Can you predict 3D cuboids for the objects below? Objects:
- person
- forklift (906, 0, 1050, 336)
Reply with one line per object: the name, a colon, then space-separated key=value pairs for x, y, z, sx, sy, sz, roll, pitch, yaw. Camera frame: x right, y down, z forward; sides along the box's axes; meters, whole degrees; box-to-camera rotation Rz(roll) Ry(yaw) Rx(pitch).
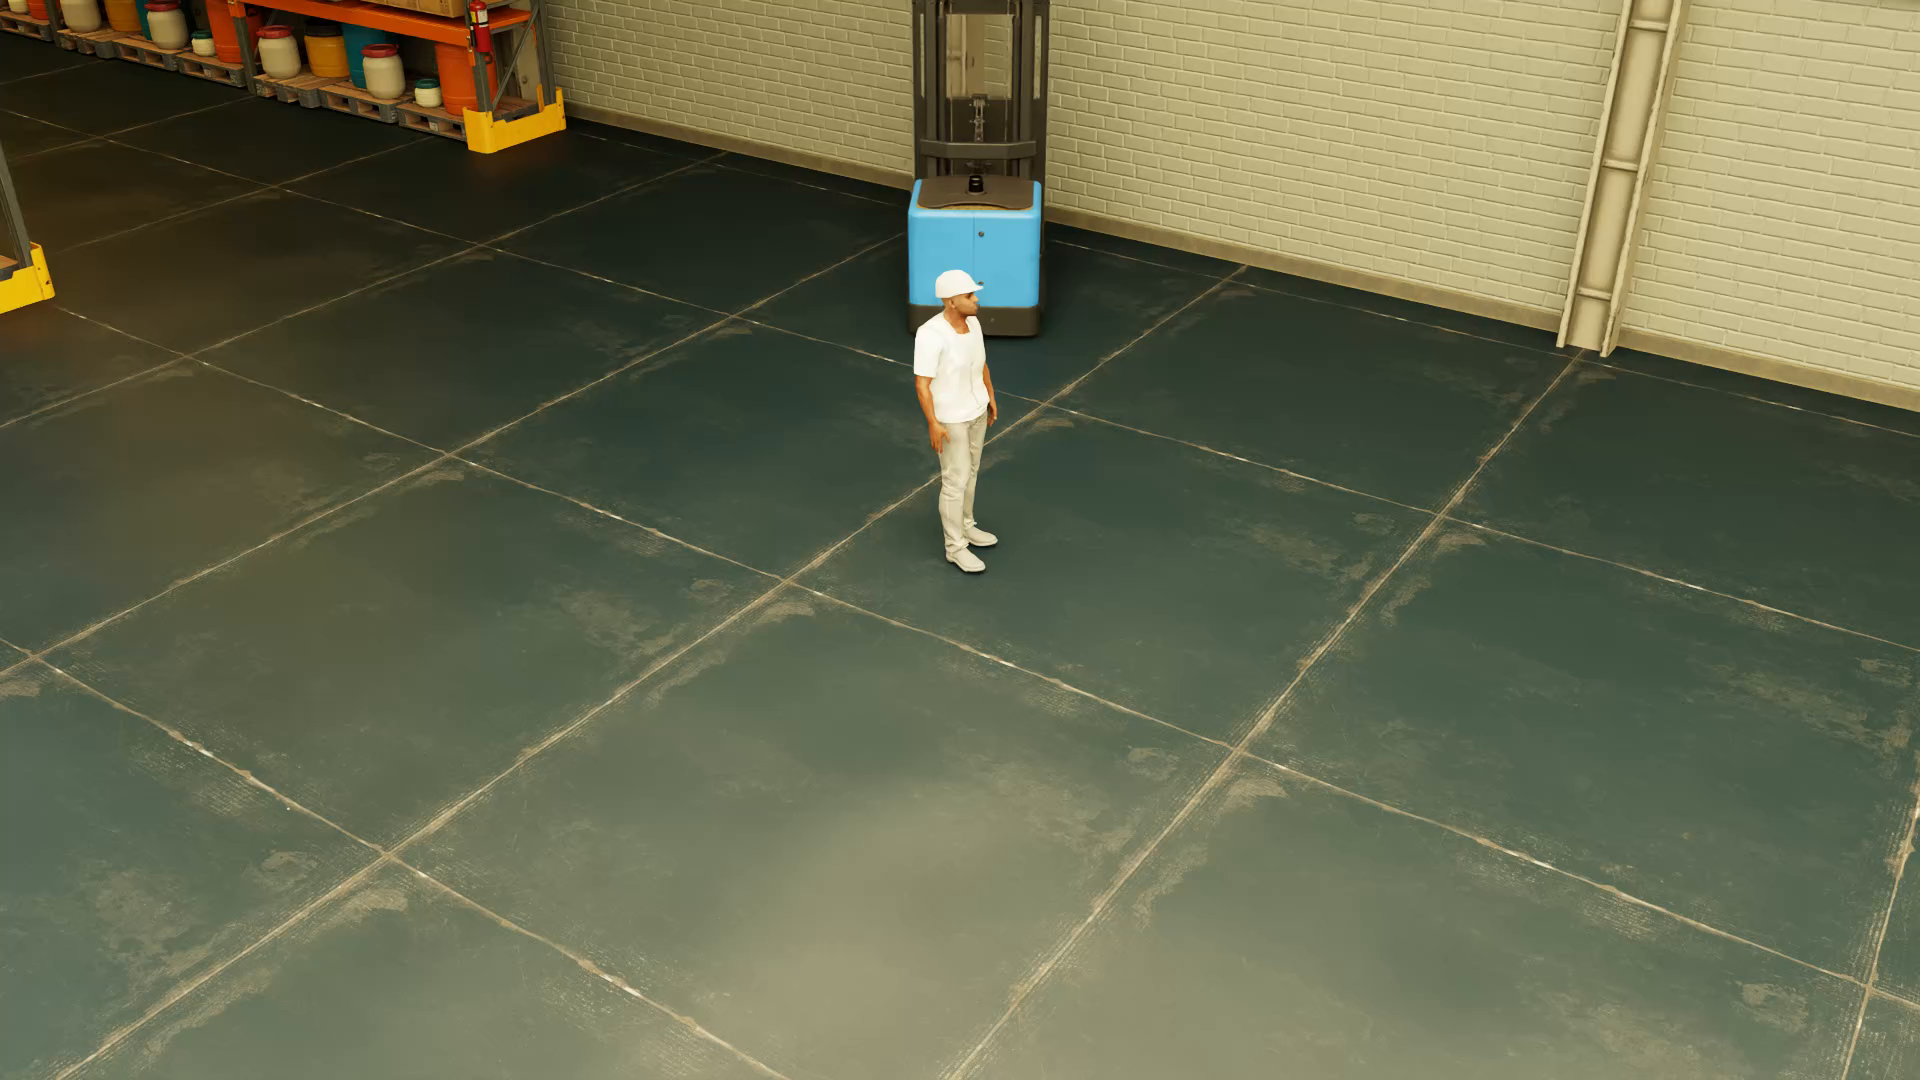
person: x=0.055 y=-0.748 z=10.016 sx=0.575 sy=1.768 sz=0.666 roll=19 pitch=35 yaw=29
forklift: x=0.179 y=-3.585 z=13.754 sx=1.130 sy=2.935 sz=3.031 roll=1 pitch=30 yaw=2
